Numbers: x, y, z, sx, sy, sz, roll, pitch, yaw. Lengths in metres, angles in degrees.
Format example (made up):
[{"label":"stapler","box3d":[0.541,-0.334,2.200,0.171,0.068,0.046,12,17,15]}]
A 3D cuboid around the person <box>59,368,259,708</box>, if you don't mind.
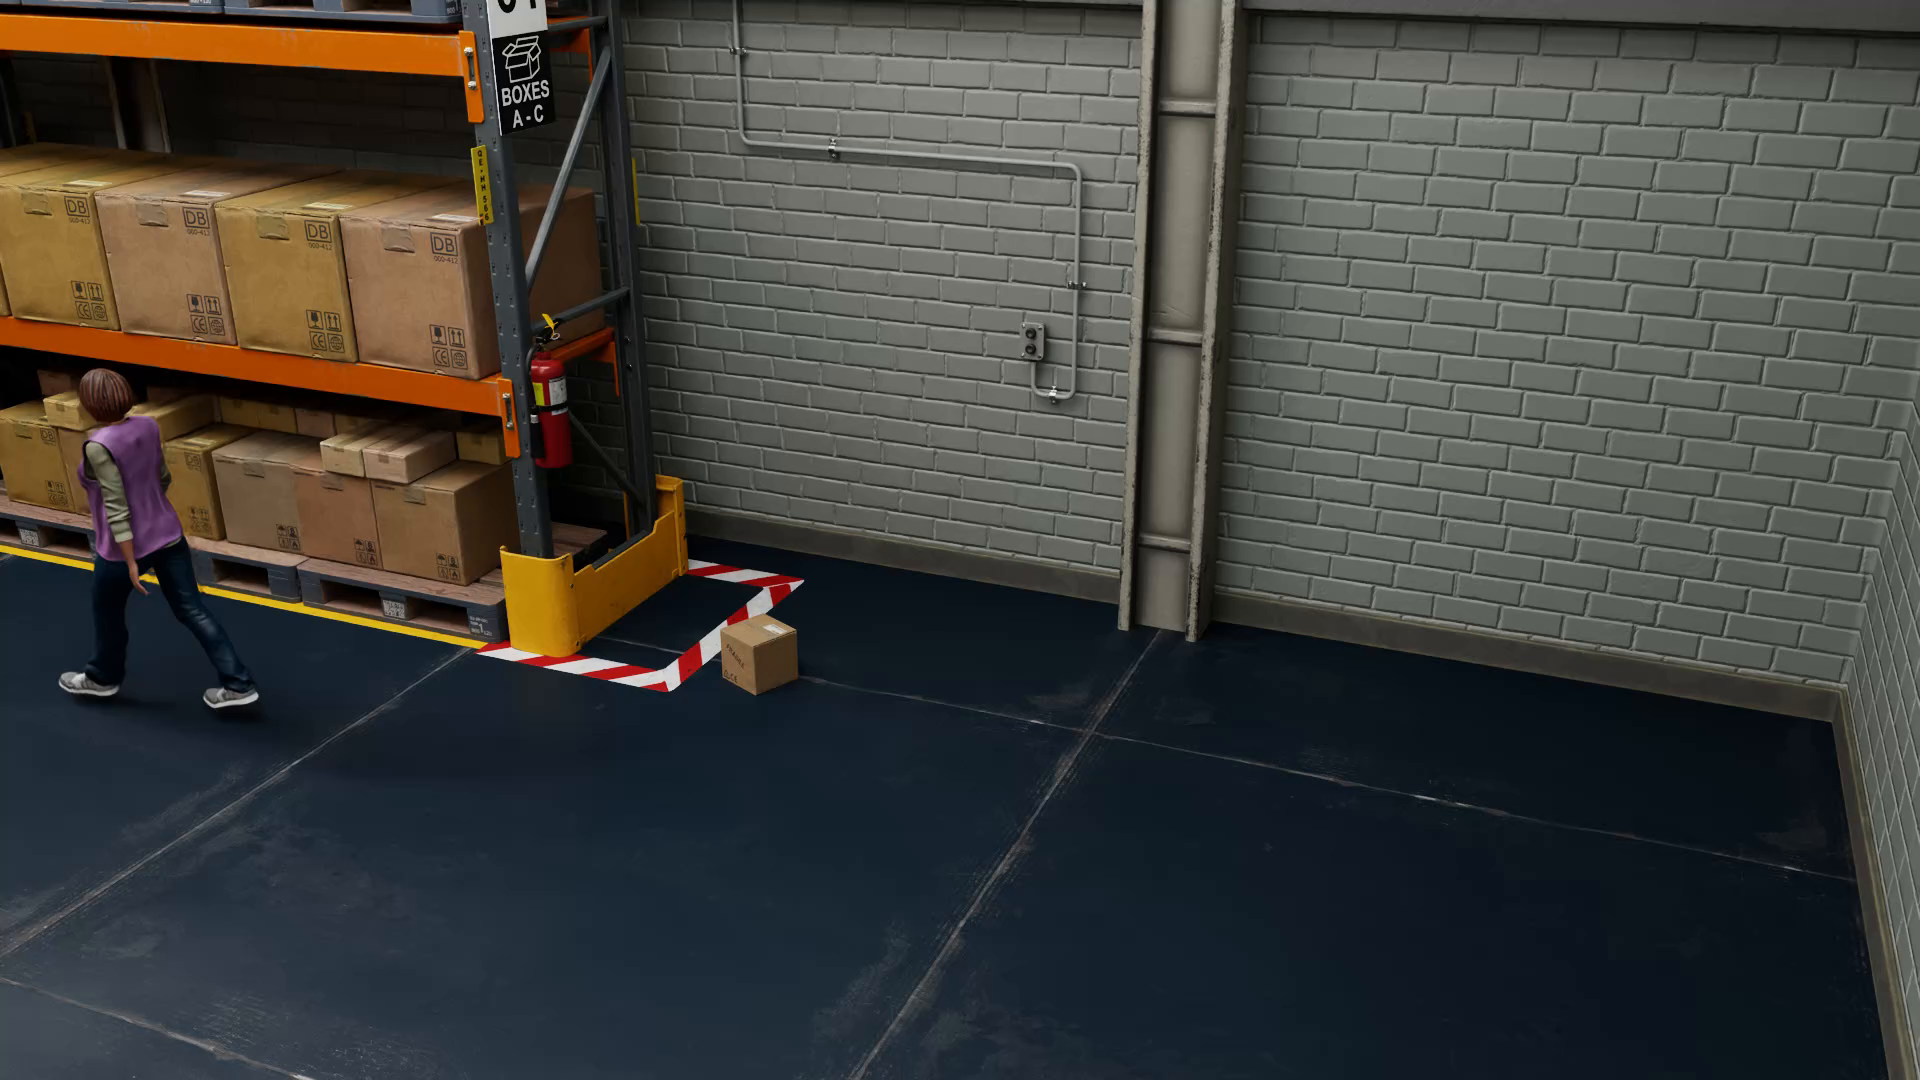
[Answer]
[{"label":"person","box3d":[-3.526,-0.011,7.118,0.989,1.530,0.446,9,24,21]}]
